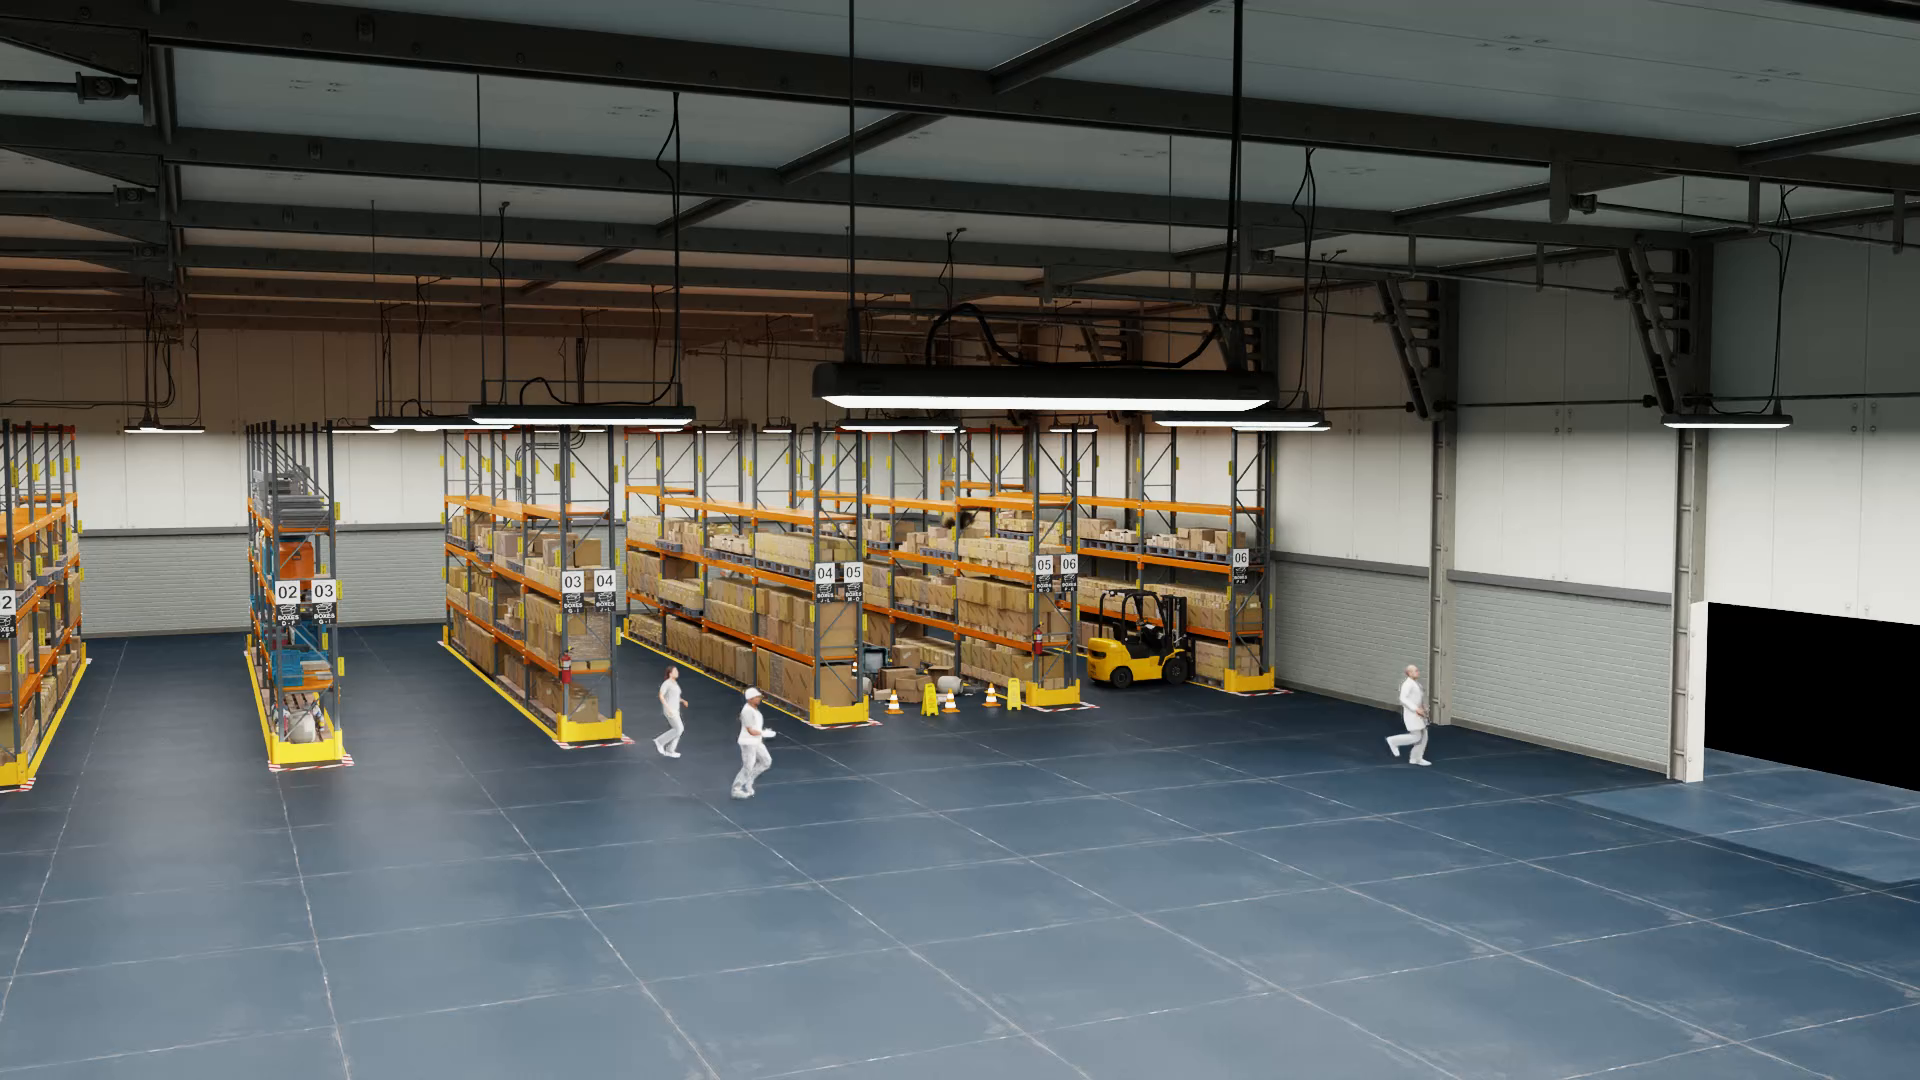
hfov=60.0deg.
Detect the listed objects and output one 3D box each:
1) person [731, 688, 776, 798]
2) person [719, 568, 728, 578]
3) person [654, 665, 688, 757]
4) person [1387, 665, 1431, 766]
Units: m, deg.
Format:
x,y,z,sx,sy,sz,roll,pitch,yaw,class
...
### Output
x,y,z,sx,sy,sz,roll,pitch,yaw,class
-3.247,3.192,26.225,0.738,1.734,0.667,0,4,6,person
-7.095,1.693,50.153,0.831,1.734,0.681,-1,4,-19,person
-5.158,3.052,29.704,0.559,1.639,0.579,1,4,9,person
7.853,3.047,29.001,0.756,1.743,0.711,2,4,28,person
